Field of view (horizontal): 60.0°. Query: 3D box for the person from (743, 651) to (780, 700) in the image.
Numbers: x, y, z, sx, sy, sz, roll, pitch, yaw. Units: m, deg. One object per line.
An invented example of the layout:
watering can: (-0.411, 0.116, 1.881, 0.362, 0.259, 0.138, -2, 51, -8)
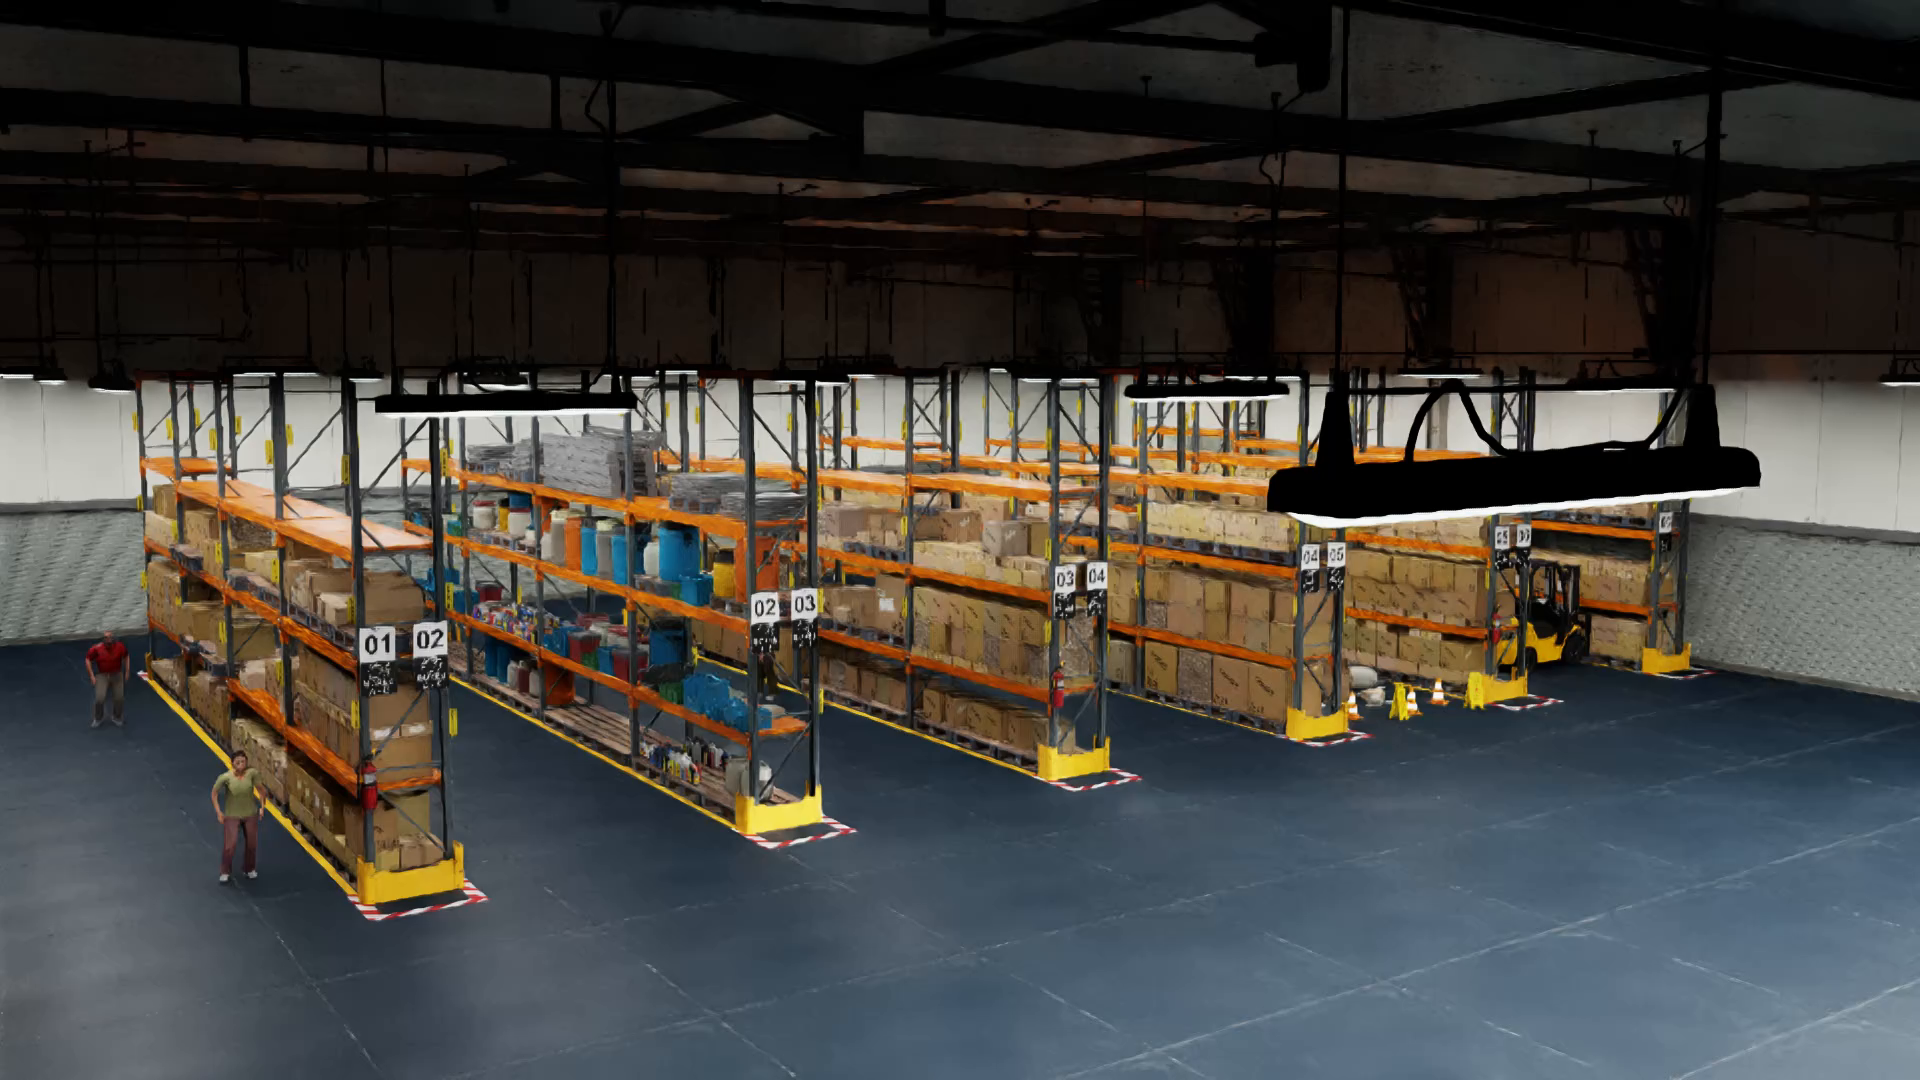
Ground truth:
person: (-3.637, 2.009, 30.352, 0.651, 1.773, 0.678, -2, 7, -15)

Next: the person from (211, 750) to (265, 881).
person: (-8.635, 3.290, 19.928, 0.598, 1.619, 0.507, -4, 8, -34)

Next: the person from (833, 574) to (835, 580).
person: (-2.542, 1.527, 35.022, 0.555, 1.725, 1.029, -4, 8, -35)

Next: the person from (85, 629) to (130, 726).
person: (-14.438, 2.325, 28.203, 0.682, 1.676, 0.529, -5, 8, -36)
